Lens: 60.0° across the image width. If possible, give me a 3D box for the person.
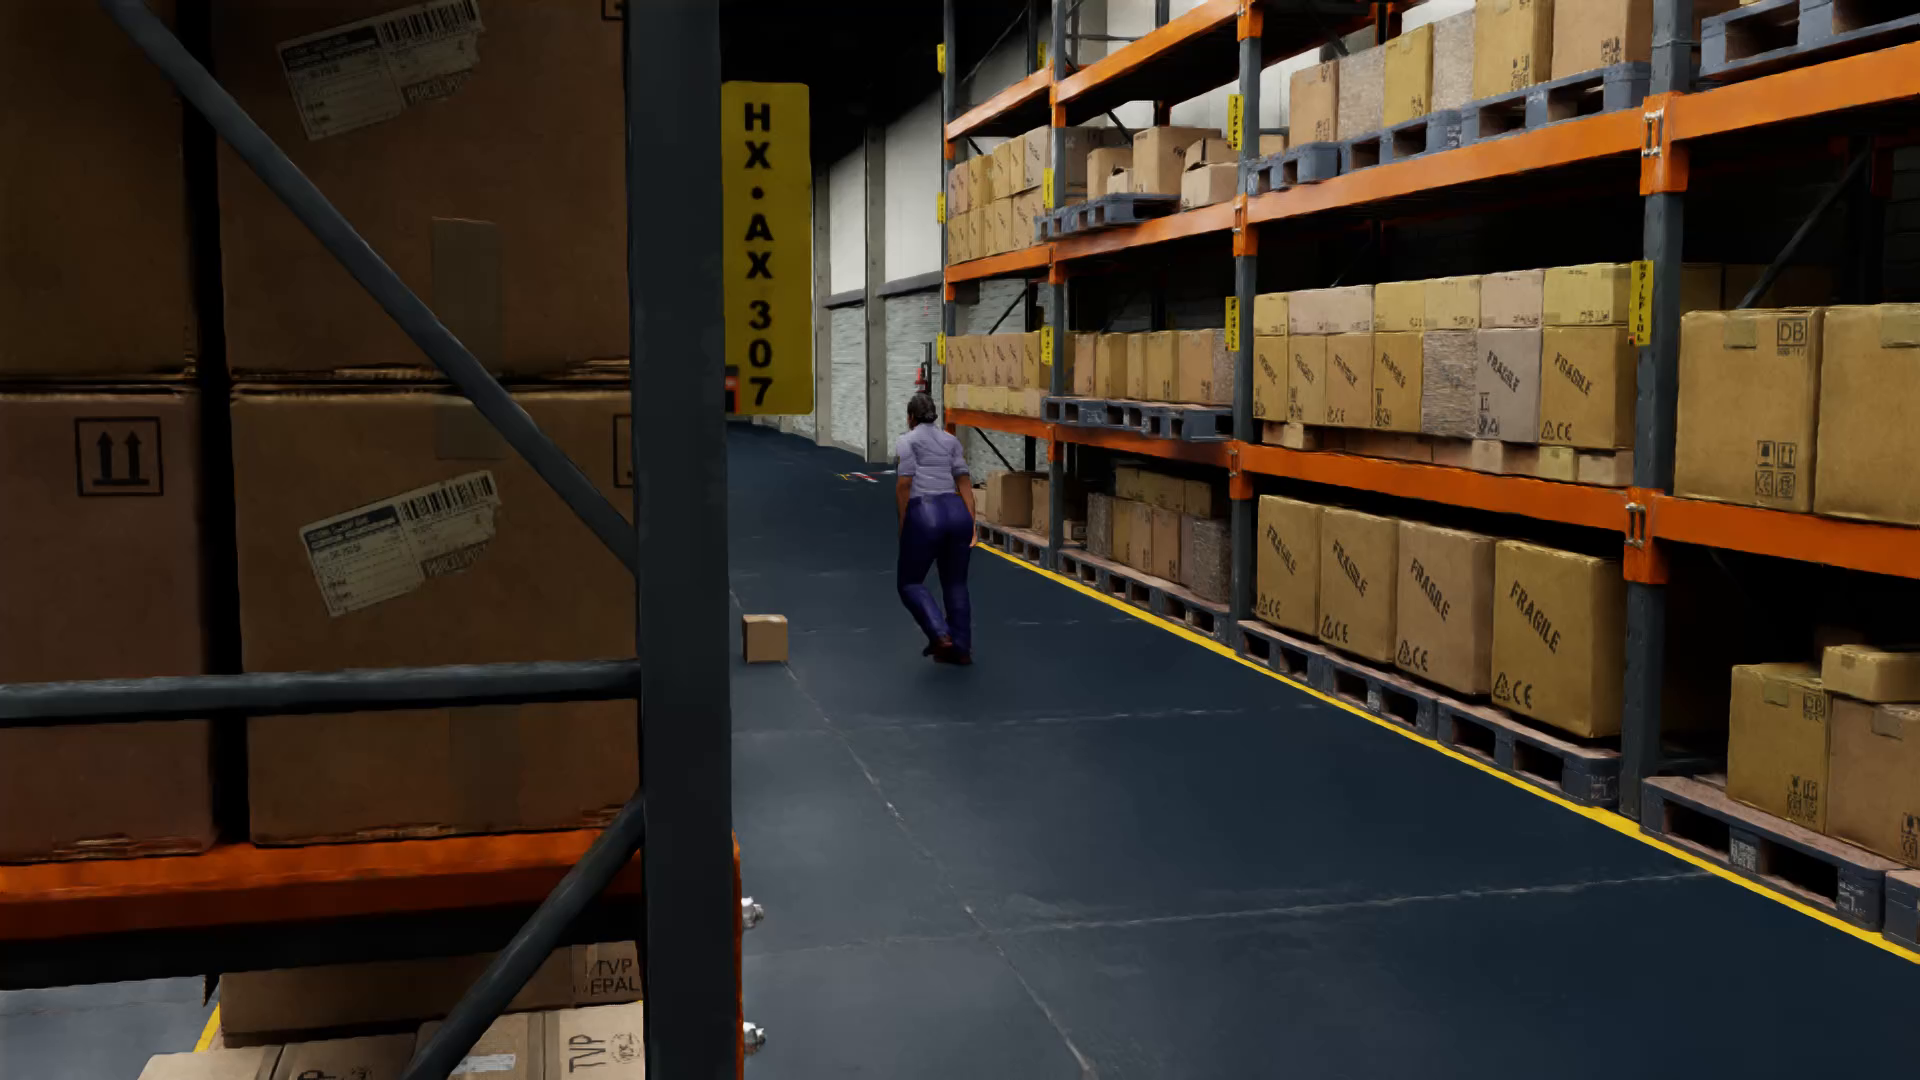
[{"bbox_3d":[-0.133,-0.059,9.891,0.486,1.626,0.608,-4,8,-34],"label":"person"}]
